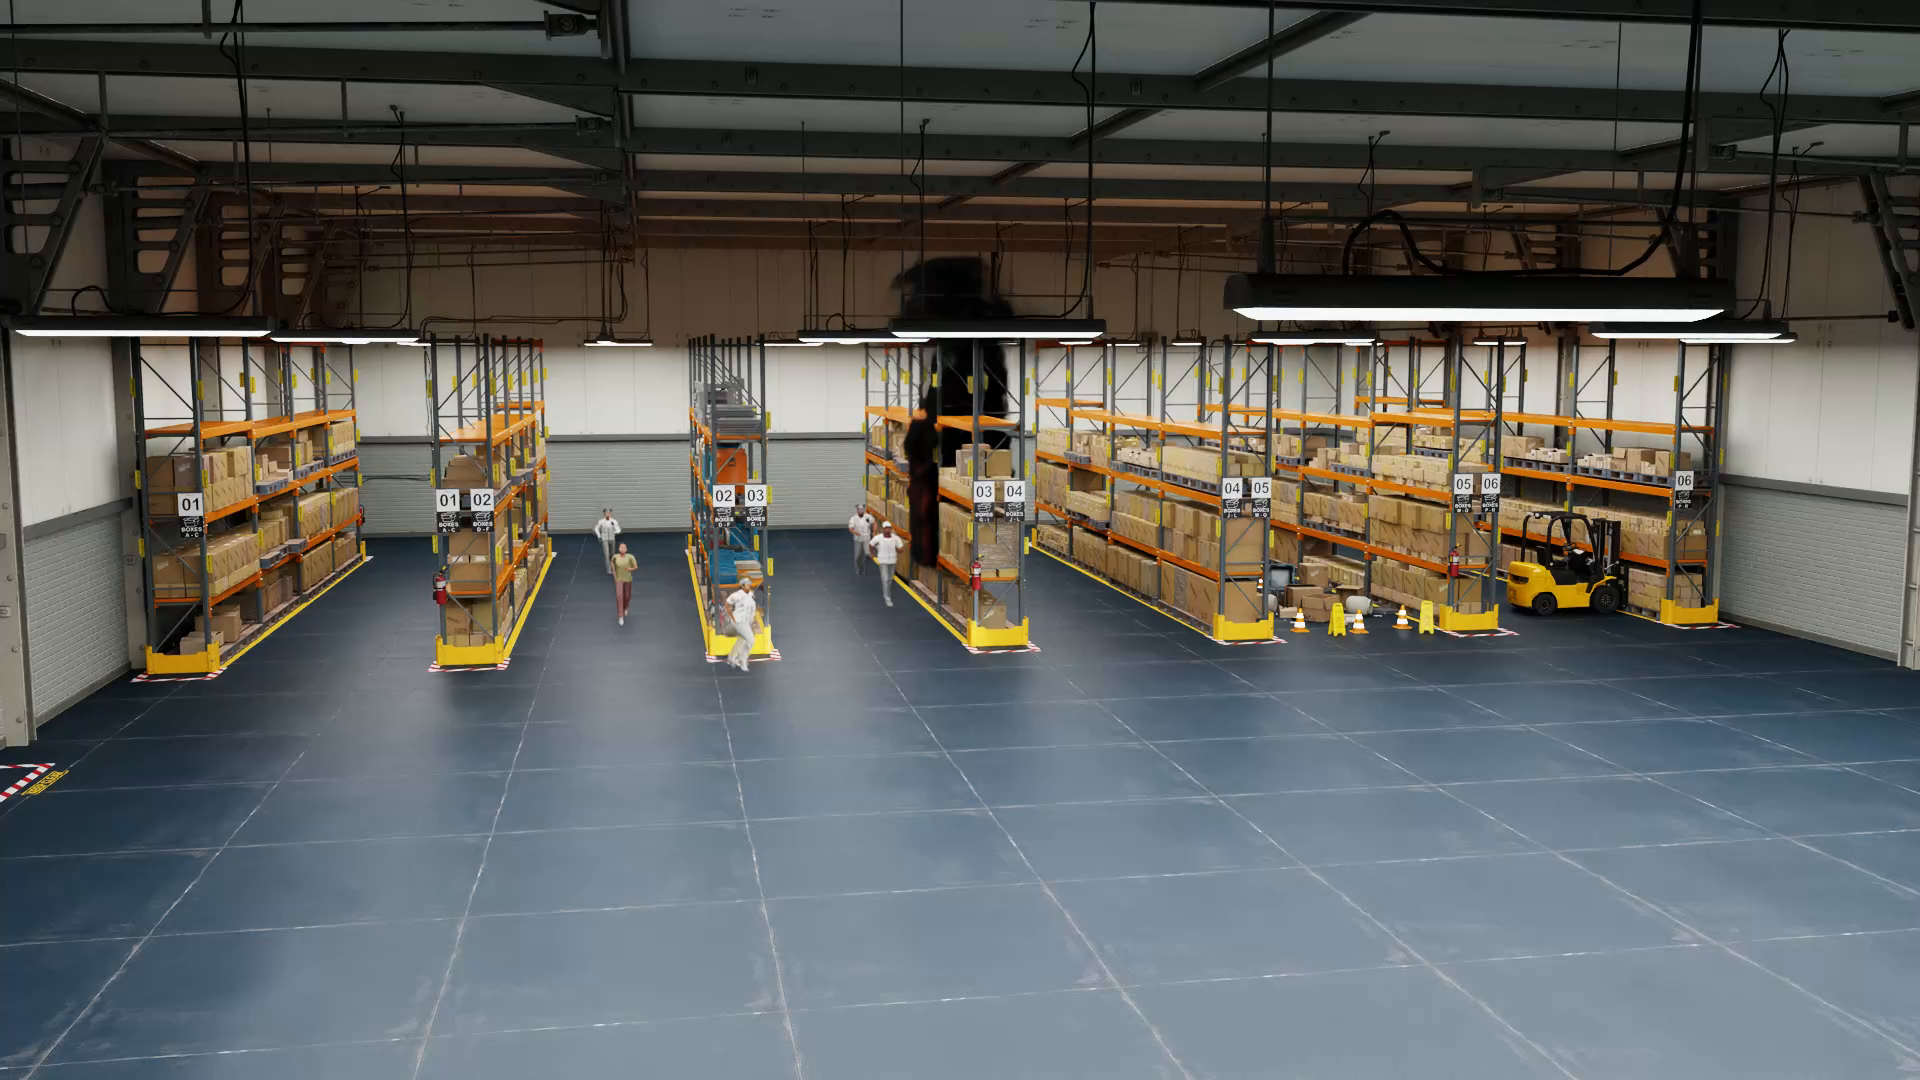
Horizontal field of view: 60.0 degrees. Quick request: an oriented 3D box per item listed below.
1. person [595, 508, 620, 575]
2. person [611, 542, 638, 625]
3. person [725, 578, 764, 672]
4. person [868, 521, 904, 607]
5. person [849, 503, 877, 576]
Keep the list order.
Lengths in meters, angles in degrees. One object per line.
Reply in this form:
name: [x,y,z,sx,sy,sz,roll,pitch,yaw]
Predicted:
person: [-9.000,0.015,42.541,0.624,1.664,0.857,-2,7,-20]
person: [-7.071,0.893,35.090,0.545,1.714,0.955,-2,7,-14]
person: [-3.877,1.504,29.804,0.762,1.677,0.580,3,7,26]
person: [-1.531,0.504,35.272,0.700,1.804,0.920,-2,7,-19]
person: [-2.330,-0.002,39.928,0.687,1.768,0.765,-1,7,-7]
